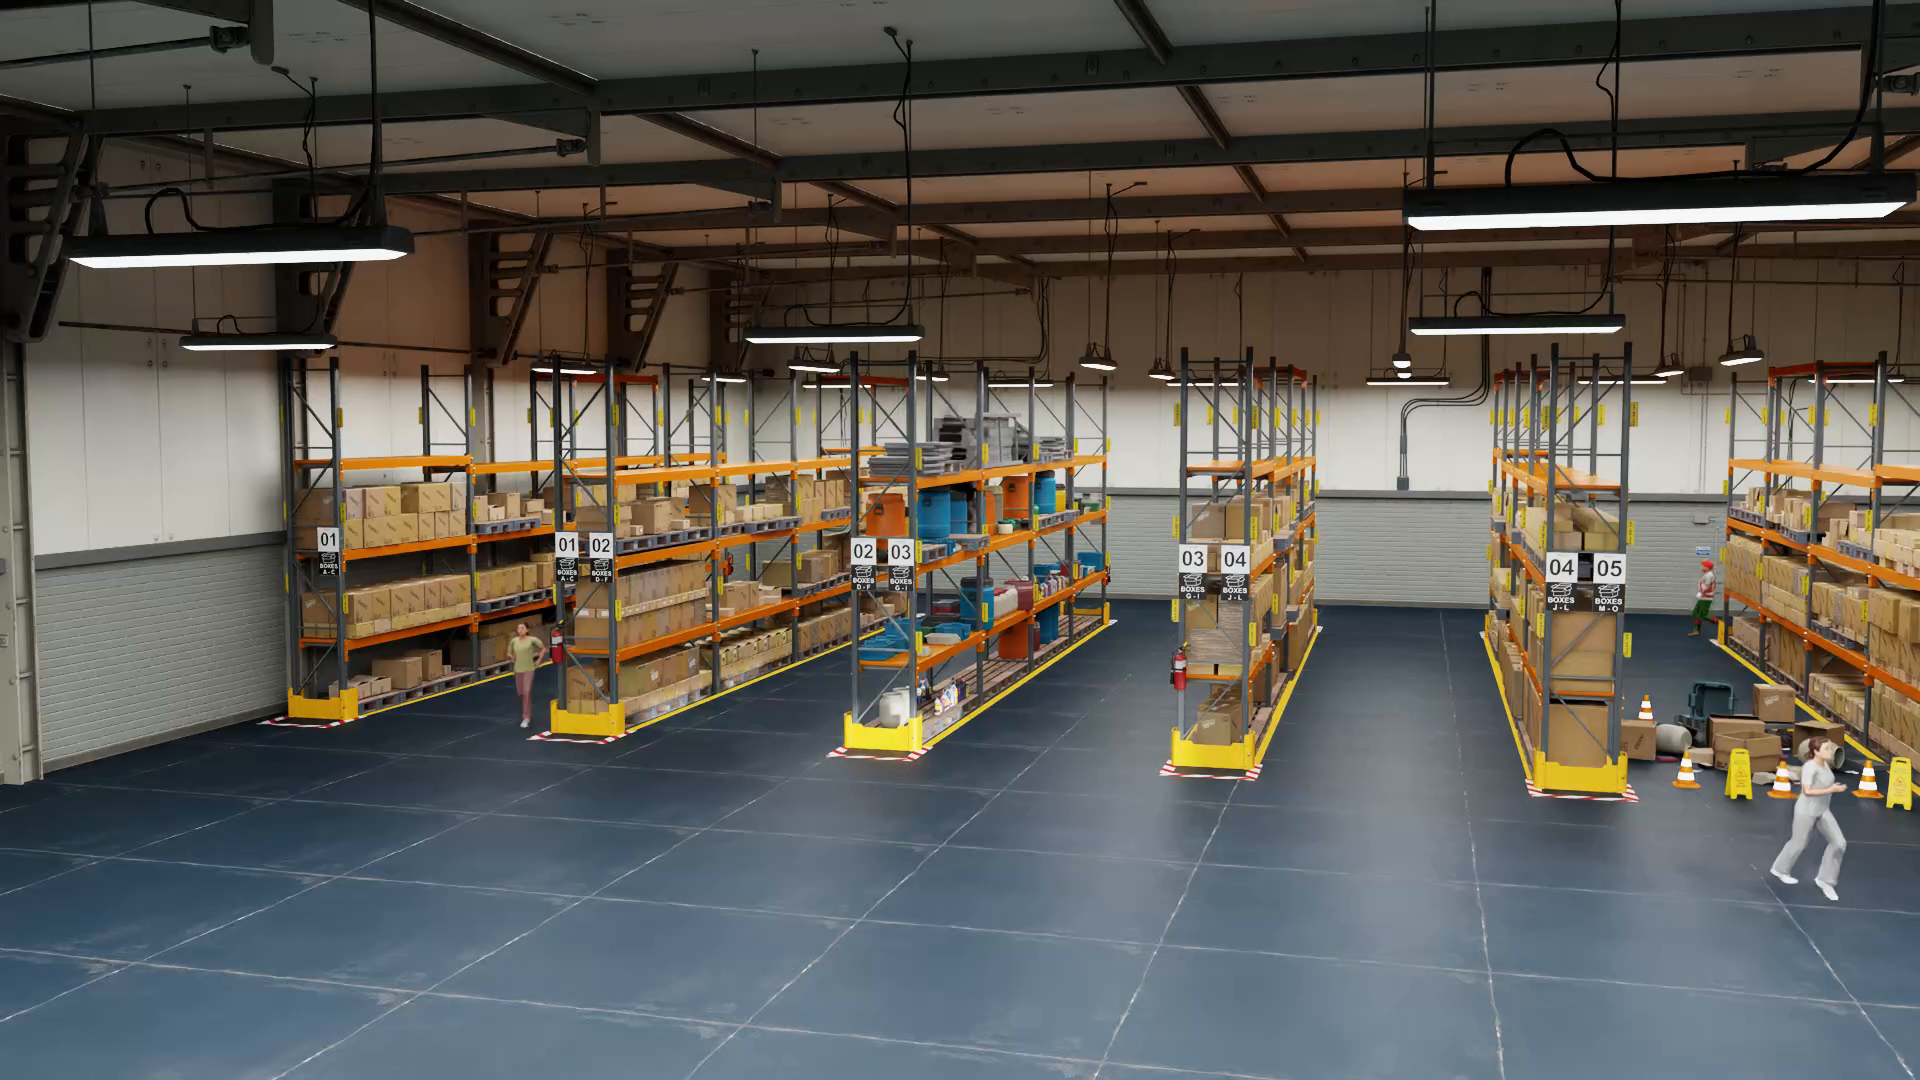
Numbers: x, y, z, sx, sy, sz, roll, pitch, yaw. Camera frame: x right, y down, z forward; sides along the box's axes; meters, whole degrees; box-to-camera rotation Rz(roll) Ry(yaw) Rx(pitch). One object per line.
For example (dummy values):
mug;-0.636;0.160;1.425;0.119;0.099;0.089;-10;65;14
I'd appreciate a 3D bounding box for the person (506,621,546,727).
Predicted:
person;-7.113;2.153;27.155;0.603;1.673;0.921;0;4;6

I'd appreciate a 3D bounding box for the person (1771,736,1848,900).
person;8.915;2.898;17.453;0.534;1.727;0.814;-2;5;-27

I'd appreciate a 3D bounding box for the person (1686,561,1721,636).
person;17.063;1.349;37.945;0.849;1.765;0.676;2;5;26
